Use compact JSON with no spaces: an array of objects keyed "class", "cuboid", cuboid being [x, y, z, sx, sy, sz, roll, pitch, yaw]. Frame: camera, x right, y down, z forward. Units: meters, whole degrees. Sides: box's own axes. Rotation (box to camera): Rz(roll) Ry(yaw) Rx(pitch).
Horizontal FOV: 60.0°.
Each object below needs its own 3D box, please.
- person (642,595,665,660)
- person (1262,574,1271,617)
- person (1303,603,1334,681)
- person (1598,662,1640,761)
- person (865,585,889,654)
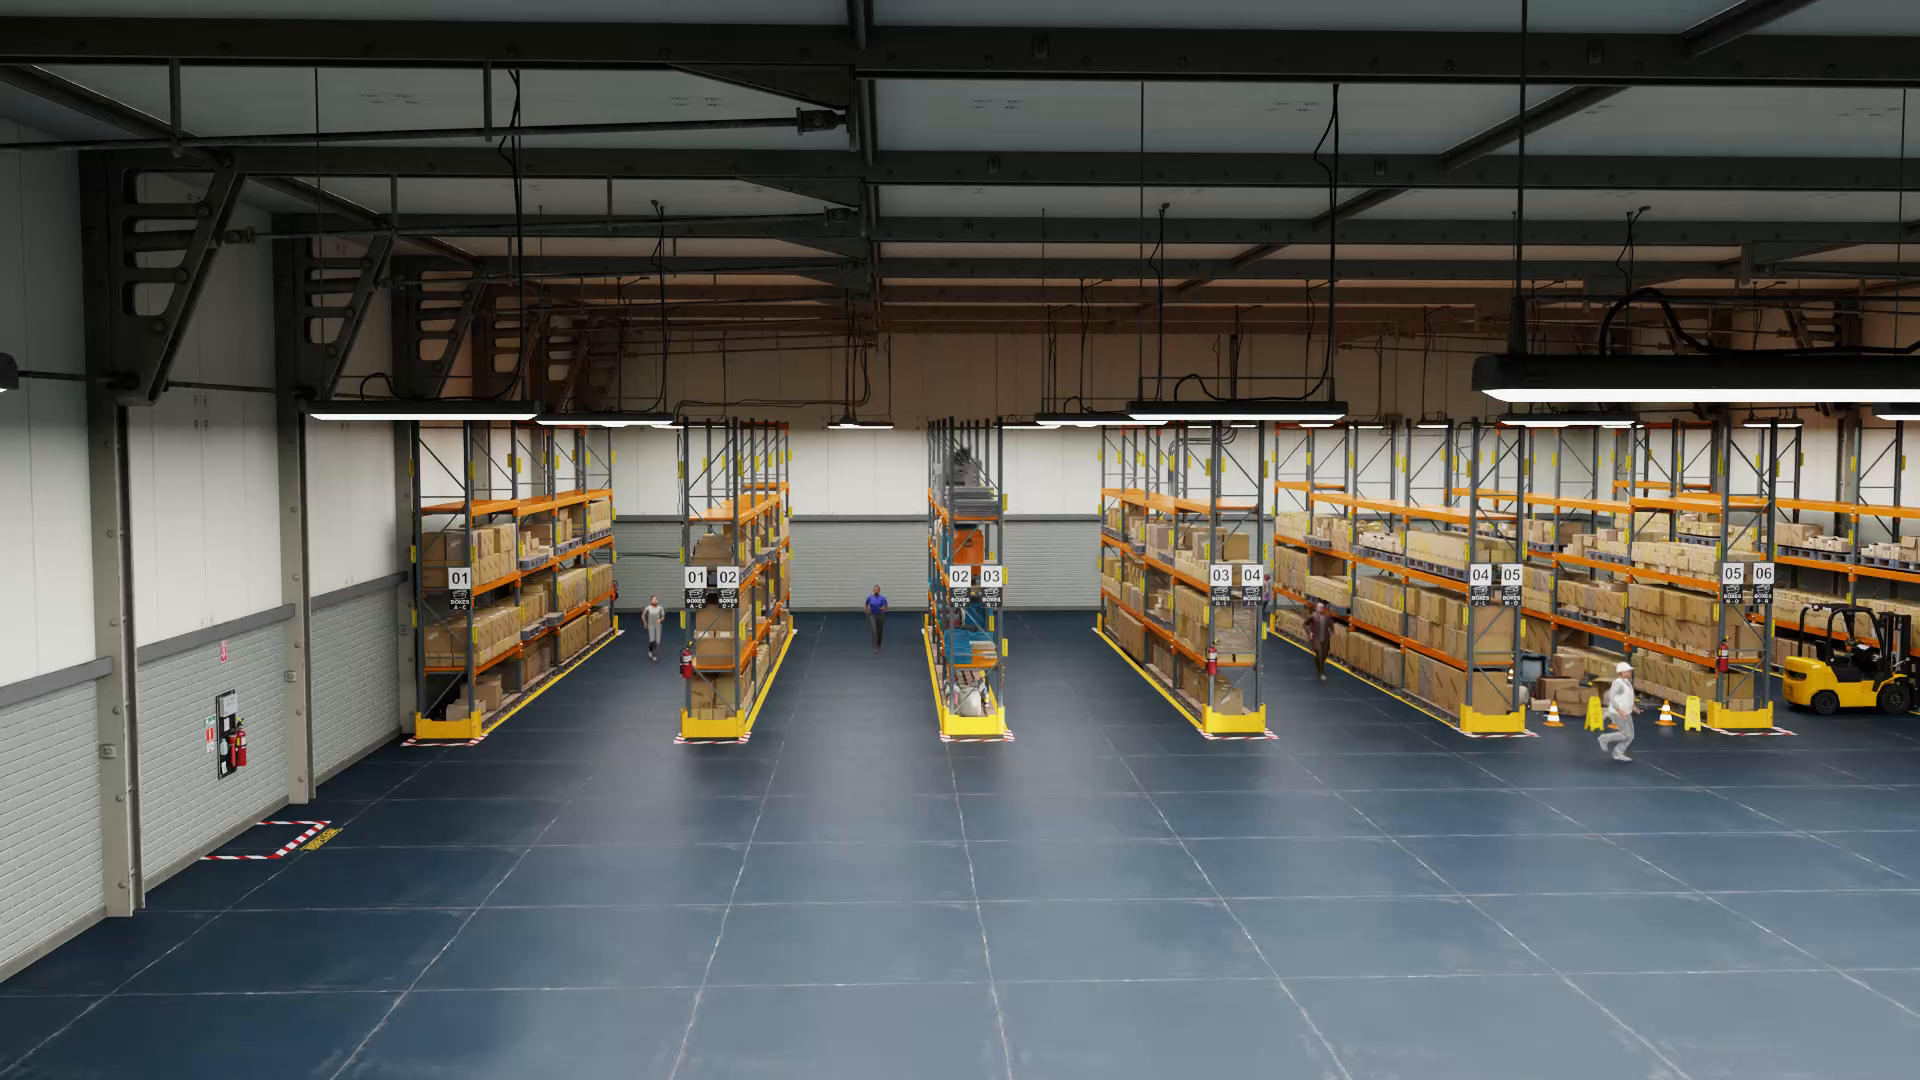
[{"class":"person","cuboid":[-7.622,2.196,41.463,0.550,1.629,0.565,-1,4,-19]},{"class":"person","cuboid":[9.000,1.754,49.095,0.743,1.541,0.571,1,4,11]},{"class":"person","cuboid":[8.332,2.342,38.573,0.711,1.769,0.900,0,4,-7]},{"class":"person","cuboid":[11.472,2.980,28.952,0.616,1.724,0.648,3,5,42]},{"class":"person","cuboid":[-2.038,1.956,40.719,0.577,1.679,0.839,0,4,-4]}]
